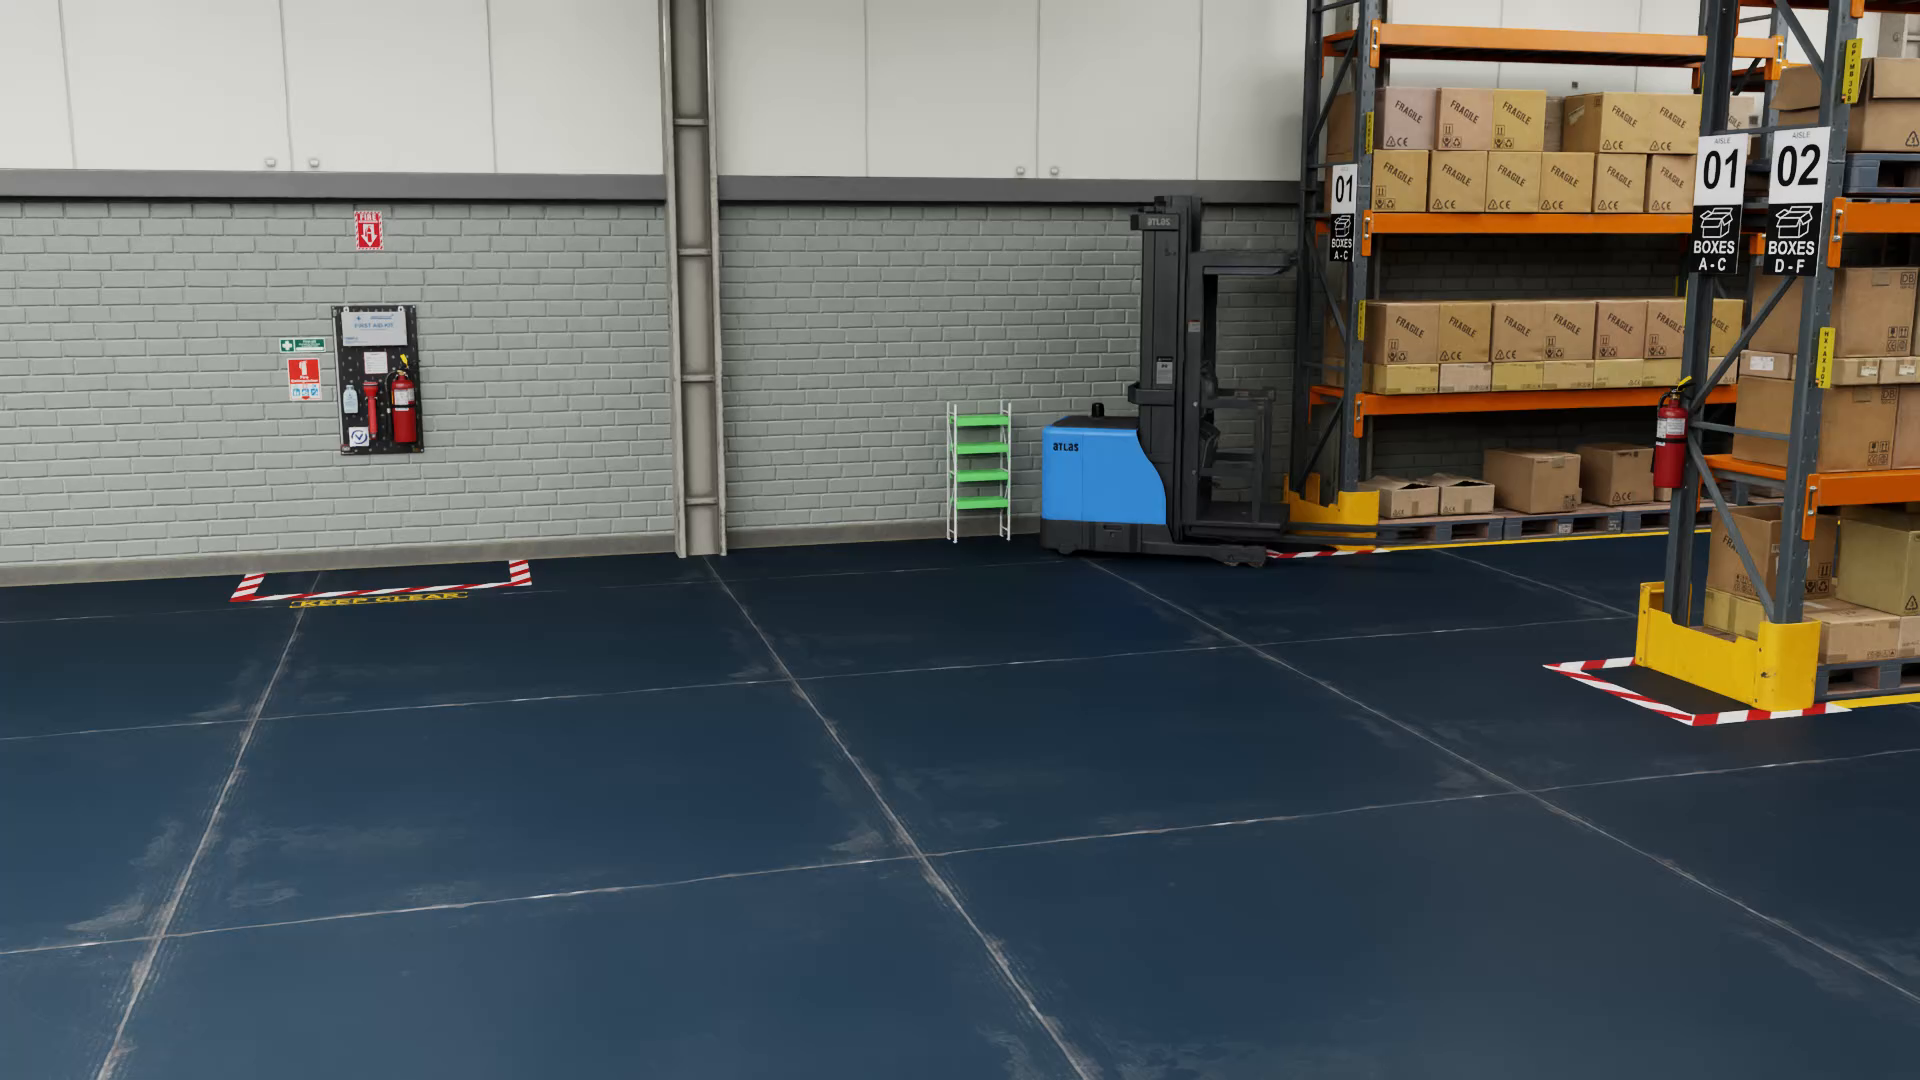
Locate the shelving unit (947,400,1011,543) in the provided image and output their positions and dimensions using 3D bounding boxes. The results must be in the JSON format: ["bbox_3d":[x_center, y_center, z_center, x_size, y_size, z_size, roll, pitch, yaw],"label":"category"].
[{"bbox_3d":[0.162,-0.597,14.476,0.503,1.200,0.258,-3,11,-16],"label":"shelving unit"}]

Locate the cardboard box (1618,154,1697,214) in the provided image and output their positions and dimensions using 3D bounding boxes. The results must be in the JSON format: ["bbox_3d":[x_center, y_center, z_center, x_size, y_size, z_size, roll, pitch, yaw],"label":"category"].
[{"bbox_3d":[6.095,-3.127,14.633,0.500,0.500,0.500,-4,11,-21],"label":"cardboard box"}]

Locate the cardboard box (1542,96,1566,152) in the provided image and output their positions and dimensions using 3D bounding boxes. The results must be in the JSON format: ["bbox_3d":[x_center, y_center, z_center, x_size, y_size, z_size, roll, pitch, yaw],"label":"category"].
[{"bbox_3d":[4.985,-3.651,14.713,0.500,0.500,0.500,-3,11,-16],"label":"cardboard box"}]

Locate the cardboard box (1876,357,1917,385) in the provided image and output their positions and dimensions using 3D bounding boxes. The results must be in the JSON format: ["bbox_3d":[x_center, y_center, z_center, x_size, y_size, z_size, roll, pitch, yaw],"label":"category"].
[{"bbox_3d":[5.237,-0.986,9.550,0.250,0.149,0.380,-3,11,-17],"label":"cardboard box"}]

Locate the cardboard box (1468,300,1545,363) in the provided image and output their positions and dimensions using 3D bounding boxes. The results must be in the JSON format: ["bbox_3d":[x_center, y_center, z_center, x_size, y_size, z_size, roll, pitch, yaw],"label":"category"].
[{"bbox_3d":[4.676,-1.808,14.369,0.500,0.500,0.500,-3,11,-18],"label":"cardboard box"}]

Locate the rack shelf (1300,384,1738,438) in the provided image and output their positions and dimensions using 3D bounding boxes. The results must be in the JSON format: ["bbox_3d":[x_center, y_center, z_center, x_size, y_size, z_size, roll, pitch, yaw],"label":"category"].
[{"bbox_3d":[5.079,-1.230,14.930,4.000,0.370,1.077,-3,11,-16],"label":"rack shelf"}]

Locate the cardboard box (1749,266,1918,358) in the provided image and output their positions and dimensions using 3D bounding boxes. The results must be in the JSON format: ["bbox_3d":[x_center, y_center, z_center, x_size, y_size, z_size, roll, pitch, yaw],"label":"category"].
[{"bbox_3d":[5.050,-1.333,9.642,0.500,0.500,0.700,-3,11,-16],"label":"cardboard box"}]

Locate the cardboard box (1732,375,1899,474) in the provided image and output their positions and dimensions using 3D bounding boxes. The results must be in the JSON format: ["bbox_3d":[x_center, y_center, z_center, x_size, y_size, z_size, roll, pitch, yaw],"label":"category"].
[{"bbox_3d":[4.999,-0.692,9.745,0.500,0.500,0.700,-3,11,-16],"label":"cardboard box"}]

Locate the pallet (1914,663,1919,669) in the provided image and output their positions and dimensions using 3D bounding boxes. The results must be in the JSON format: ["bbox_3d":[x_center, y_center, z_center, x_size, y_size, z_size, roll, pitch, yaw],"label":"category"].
[{"bbox_3d":[6.439,0.643,10.472,1.213,0.211,1.003,-3,11,-16],"label":"pallet"}]

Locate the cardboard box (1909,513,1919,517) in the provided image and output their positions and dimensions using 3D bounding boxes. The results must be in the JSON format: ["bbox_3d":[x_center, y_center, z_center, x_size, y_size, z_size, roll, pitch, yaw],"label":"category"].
[{"bbox_3d":[6.080,0.114,10.007,0.500,0.500,0.500,-3,11,-16],"label":"cardboard box"}]

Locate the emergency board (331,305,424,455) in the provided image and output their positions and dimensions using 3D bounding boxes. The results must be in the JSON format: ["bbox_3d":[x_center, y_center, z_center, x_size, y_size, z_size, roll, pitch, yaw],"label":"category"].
[{"bbox_3d":[-4.555,-1.246,13.031,0.643,1.169,0.194,-3,11,-16],"label":"emergency board"}]

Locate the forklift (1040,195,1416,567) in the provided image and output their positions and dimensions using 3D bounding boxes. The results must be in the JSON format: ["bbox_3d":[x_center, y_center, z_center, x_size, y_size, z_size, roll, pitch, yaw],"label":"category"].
[{"bbox_3d":[2.240,-1.329,13.670,3.031,2.935,1.130,3,11,15],"label":"forklift"}]

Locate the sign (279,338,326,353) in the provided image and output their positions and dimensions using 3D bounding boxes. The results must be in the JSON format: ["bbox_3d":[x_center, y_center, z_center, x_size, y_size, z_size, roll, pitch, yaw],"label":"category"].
[{"bbox_3d":[-5.108,-1.513,12.918,0.331,0.109,0.001,-3,11,-16],"label":"sign"}]

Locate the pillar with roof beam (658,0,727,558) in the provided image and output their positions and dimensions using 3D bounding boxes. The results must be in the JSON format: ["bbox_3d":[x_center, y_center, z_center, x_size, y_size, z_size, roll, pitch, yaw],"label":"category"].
[{"bbox_3d":[-0.968,-3.567,9.066,0.400,9.000,9.100,-3,11,-16],"label":"pillar with roof beam"}]

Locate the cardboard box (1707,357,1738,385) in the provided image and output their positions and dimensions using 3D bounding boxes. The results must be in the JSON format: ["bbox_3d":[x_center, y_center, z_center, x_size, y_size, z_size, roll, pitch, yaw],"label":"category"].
[{"bbox_3d":[6.629,-1.544,15.010,0.500,0.250,0.500,-3,11,-16],"label":"cardboard box"}]

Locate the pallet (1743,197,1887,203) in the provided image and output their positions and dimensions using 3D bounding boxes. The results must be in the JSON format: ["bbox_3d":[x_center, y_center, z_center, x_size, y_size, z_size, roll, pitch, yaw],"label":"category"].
[{"bbox_3d":[7.622,-3.081,15.229,1.003,0.211,1.213,-3,11,-16],"label":"pallet"}]

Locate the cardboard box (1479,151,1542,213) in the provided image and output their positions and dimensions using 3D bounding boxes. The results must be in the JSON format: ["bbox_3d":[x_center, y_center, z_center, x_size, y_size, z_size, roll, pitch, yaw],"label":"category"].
[{"bbox_3d":[4.573,-3.038,14.149,0.500,0.500,0.500,-2,11,-13],"label":"cardboard box"}]

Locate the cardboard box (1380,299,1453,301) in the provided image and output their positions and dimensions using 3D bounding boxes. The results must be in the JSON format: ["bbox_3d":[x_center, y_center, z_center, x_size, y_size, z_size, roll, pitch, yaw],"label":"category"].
[{"bbox_3d":[4.038,-1.872,14.718,0.500,0.500,0.500,-3,11,-15],"label":"cardboard box"}]

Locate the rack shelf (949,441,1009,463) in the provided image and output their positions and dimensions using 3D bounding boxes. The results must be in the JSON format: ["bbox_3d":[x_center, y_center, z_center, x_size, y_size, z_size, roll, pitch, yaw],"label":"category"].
[{"bbox_3d":[0.162,-0.770,14.444,0.480,0.148,0.258,-3,11,-16],"label":"rack shelf"}]

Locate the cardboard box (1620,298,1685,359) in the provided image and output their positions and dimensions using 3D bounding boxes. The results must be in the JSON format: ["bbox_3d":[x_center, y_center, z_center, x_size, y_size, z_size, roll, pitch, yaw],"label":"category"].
[{"bbox_3d":[6.154,-1.886,14.794,0.500,0.500,0.500,-3,11,-16],"label":"cardboard box"}]

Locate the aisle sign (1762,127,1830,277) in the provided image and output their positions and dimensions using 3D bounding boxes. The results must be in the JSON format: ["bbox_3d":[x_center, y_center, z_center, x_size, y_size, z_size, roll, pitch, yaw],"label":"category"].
[{"bbox_3d":[4.570,-1.844,9.095,0.004,0.787,0.394,-3,11,-16],"label":"aisle sign"}]

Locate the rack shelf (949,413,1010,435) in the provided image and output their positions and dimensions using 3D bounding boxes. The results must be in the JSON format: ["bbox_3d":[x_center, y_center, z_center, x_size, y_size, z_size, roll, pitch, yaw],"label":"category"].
[{"bbox_3d":[0.162,-1.006,14.401,0.480,0.148,0.258,-3,11,-16],"label":"rack shelf"}]

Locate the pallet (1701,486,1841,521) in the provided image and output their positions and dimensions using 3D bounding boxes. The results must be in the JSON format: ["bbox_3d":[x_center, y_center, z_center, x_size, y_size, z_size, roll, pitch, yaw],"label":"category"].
[{"bbox_3d":[7.747,-0.353,15.882,1.213,0.211,1.003,-3,11,-16],"label":"pallet"}]

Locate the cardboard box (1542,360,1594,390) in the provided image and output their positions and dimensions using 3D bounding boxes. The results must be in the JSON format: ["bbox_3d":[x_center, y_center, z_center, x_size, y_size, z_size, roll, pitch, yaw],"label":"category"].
[{"bbox_3d":[5.187,-1.467,14.588,0.500,0.250,0.500,-3,11,-15],"label":"cardboard box"}]

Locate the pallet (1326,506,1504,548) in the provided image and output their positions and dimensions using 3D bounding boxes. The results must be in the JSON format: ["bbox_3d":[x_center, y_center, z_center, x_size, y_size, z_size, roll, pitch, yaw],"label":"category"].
[{"bbox_3d":[4.022,-0.150,14.778,1.213,0.211,1.003,-3,11,-16],"label":"pallet"}]

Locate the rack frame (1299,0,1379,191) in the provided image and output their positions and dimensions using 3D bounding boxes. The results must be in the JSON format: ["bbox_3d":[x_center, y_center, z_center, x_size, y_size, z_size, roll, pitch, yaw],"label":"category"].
[{"bbox_3d":[3.159,-4.433,13.772,0.127,3.000,1.000,-3,11,-16],"label":"rack frame"}]

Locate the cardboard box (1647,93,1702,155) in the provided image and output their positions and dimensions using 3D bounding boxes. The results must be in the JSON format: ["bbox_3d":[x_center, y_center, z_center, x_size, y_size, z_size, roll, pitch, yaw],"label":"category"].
[{"bbox_3d":[6.068,-3.609,14.486,0.500,0.500,0.500,-2,11,-13],"label":"cardboard box"}]

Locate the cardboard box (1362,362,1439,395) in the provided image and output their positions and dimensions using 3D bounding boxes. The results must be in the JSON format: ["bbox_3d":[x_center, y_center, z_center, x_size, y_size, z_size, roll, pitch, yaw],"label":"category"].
[{"bbox_3d":[3.716,-1.388,14.161,0.500,0.250,0.500,-3,11,-18],"label":"cardboard box"}]

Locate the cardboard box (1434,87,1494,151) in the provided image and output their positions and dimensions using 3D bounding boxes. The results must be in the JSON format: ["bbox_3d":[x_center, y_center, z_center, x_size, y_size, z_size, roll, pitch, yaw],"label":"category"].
[{"bbox_3d":[4.092,-3.502,13.909,0.500,0.500,0.500,-3,11,-17],"label":"cardboard box"}]

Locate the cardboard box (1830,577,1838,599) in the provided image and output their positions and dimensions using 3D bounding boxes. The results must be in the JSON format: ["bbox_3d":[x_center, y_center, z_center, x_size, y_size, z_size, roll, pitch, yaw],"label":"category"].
[{"bbox_3d":[5.456,0.418,10.424,0.500,0.250,0.500,-3,11,-16],"label":"cardboard box"}]

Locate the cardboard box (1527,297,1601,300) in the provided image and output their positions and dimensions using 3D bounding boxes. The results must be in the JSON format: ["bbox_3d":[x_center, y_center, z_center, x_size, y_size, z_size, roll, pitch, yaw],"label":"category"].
[{"bbox_3d":[5.512,-1.953,15.156,0.500,0.500,0.500,-3,11,-14],"label":"cardboard box"}]

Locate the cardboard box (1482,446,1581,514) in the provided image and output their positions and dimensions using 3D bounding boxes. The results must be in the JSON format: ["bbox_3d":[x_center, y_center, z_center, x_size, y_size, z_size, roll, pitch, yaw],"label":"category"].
[{"bbox_3d":[5.114,-0.546,14.918,0.500,0.500,0.700,-4,11,-20],"label":"cardboard box"}]

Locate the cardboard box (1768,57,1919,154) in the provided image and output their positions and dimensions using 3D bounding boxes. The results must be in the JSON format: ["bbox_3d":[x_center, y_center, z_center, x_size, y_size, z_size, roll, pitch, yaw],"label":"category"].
[{"bbox_3d":[5.100,-2.451,9.461,0.637,0.503,0.797,-2,11,-12],"label":"cardboard box"}]

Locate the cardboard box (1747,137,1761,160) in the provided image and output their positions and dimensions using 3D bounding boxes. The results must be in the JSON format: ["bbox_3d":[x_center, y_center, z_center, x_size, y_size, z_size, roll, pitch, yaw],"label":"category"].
[{"bbox_3d":[7.547,-3.430,15.170,0.500,0.500,0.500,-1,11,-8],"label":"cardboard box"}]

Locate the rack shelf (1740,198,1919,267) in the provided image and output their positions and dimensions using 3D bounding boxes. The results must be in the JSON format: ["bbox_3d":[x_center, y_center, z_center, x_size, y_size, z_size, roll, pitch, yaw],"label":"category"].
[{"bbox_3d":[6.467,-1.844,9.981,4.000,0.370,1.077,-3,11,-16],"label":"rack shelf"}]

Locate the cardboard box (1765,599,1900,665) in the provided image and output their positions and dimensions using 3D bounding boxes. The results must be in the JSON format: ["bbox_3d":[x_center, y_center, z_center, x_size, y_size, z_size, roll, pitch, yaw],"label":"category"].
[{"bbox_3d":[5.124,0.536,9.786,0.500,0.250,0.500,-3,11,-16],"label":"cardboard box"}]

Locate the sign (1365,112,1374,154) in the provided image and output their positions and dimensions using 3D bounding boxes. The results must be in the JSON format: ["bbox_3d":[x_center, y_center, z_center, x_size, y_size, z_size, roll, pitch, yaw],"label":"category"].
[{"bbox_3d":[3.311,-3.293,13.452,0.005,0.325,0.100,-3,11,-16],"label":"sign"}]

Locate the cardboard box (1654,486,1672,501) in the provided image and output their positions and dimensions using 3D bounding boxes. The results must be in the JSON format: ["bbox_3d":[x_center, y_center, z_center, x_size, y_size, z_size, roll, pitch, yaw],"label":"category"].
[{"bbox_3d":[6.494,-0.476,15.456,0.250,0.166,0.380,-5,11,-23],"label":"cardboard box"}]

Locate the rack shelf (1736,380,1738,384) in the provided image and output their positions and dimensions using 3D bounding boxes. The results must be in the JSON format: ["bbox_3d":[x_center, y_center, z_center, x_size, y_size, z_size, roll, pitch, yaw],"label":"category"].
[{"bbox_3d":[8.920,-1.432,16.029,4.000,0.370,1.077,-3,11,-16],"label":"rack shelf"}]

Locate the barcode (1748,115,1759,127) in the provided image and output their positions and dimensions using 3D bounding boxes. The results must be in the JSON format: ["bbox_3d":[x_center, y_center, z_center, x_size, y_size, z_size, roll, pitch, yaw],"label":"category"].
[{"bbox_3d":[4.702,-2.481,9.852,0.075,0.075,0.001,-3,11,-16],"label":"barcode"}]

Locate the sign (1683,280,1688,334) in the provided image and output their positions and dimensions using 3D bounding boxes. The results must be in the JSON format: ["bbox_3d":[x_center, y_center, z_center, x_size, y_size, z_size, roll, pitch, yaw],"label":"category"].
[{"bbox_3d":[4.409,-1.403,10.028,0.005,0.325,0.100,-3,11,-16],"label":"sign"}]

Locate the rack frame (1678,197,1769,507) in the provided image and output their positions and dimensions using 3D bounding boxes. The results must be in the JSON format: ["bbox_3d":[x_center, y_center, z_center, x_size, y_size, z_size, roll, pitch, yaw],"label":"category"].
[{"bbox_3d":[6.999,-1.685,15.414,0.127,3.000,1.000,-3,11,-16],"label":"rack frame"}]

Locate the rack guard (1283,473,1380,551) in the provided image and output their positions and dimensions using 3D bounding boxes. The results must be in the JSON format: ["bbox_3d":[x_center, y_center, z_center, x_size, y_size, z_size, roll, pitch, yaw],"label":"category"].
[{"bbox_3d":[3.232,-0.257,14.562,0.348,0.500,1.175,-3,11,-16],"label":"rack guard"}]
